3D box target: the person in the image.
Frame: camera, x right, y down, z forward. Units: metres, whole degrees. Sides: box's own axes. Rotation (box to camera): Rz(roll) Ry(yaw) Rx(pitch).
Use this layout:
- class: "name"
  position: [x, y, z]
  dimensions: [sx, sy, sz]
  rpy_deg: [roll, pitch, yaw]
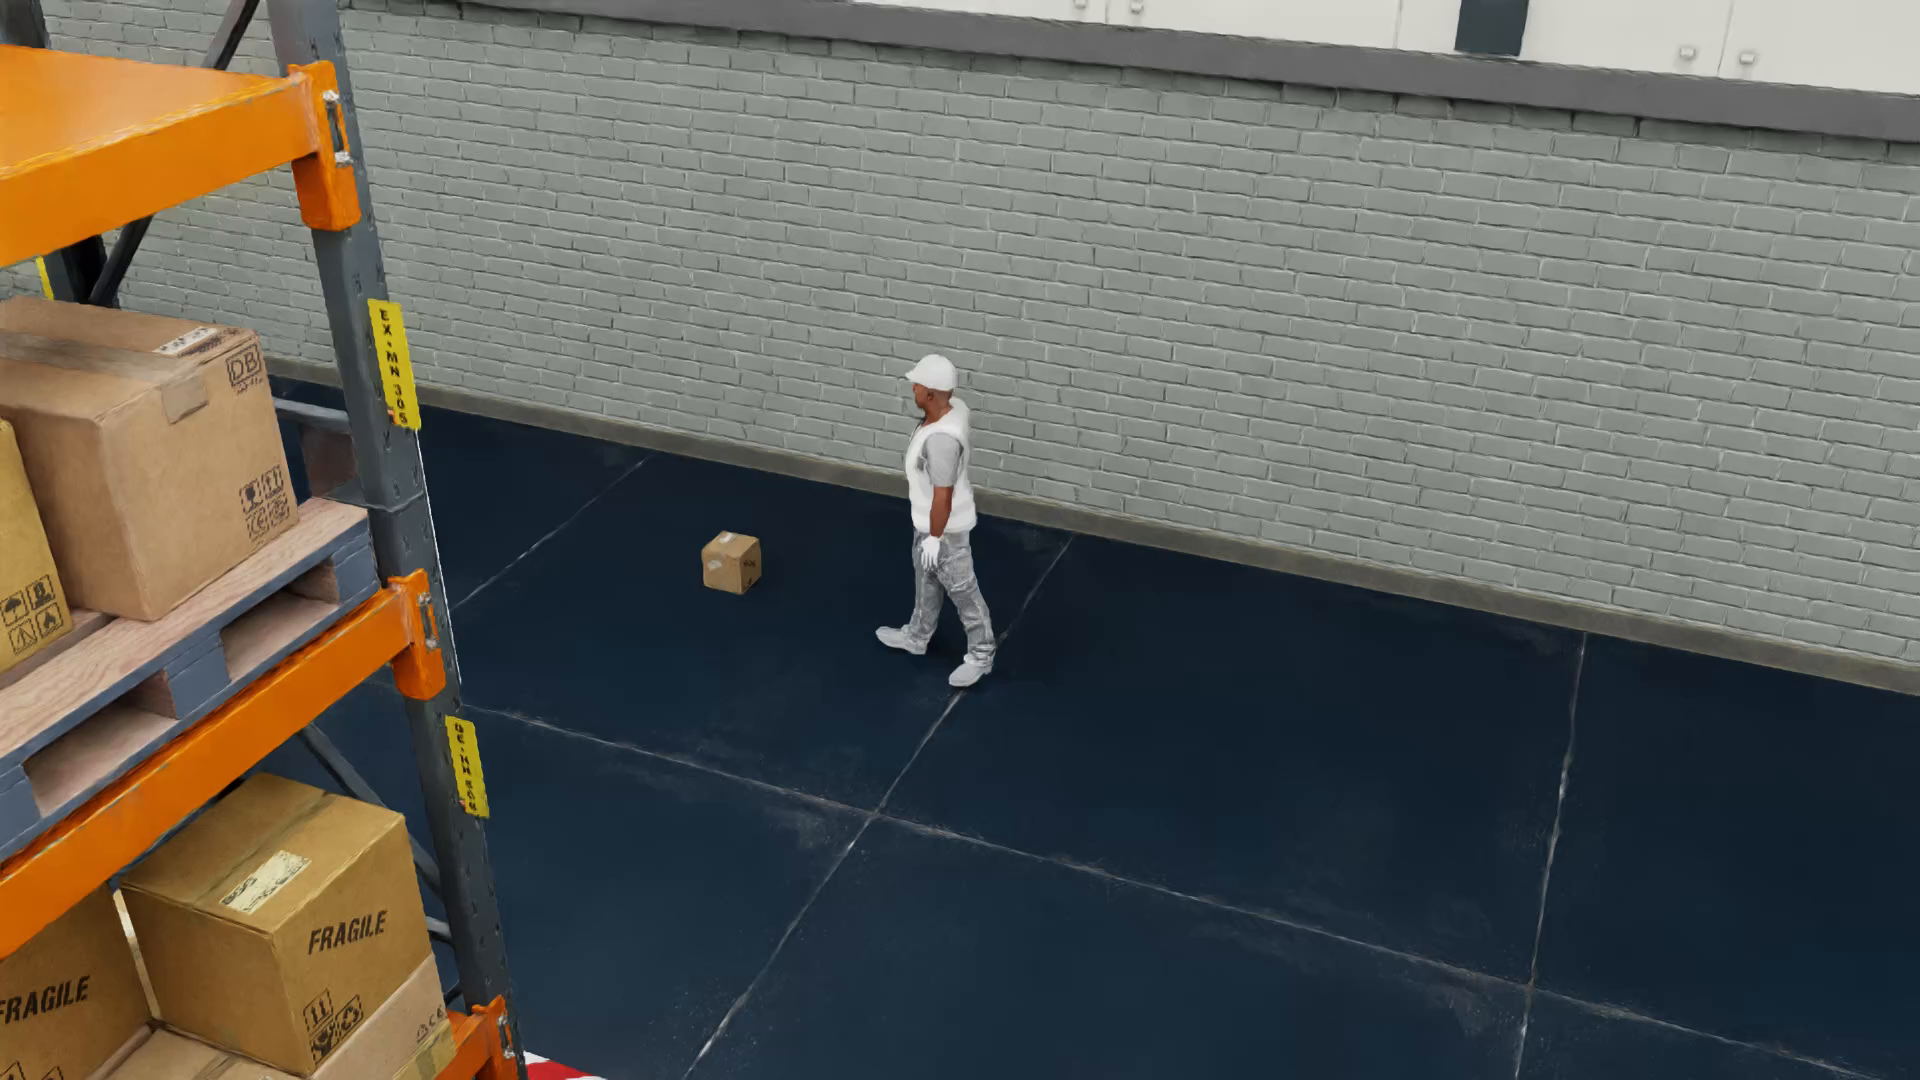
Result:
- class: "person"
  position: [-0.139, -0.133, 8.603]
  dimensions: [0.643, 1.786, 0.704]
  rpy_deg: [-1, 29, -1]
